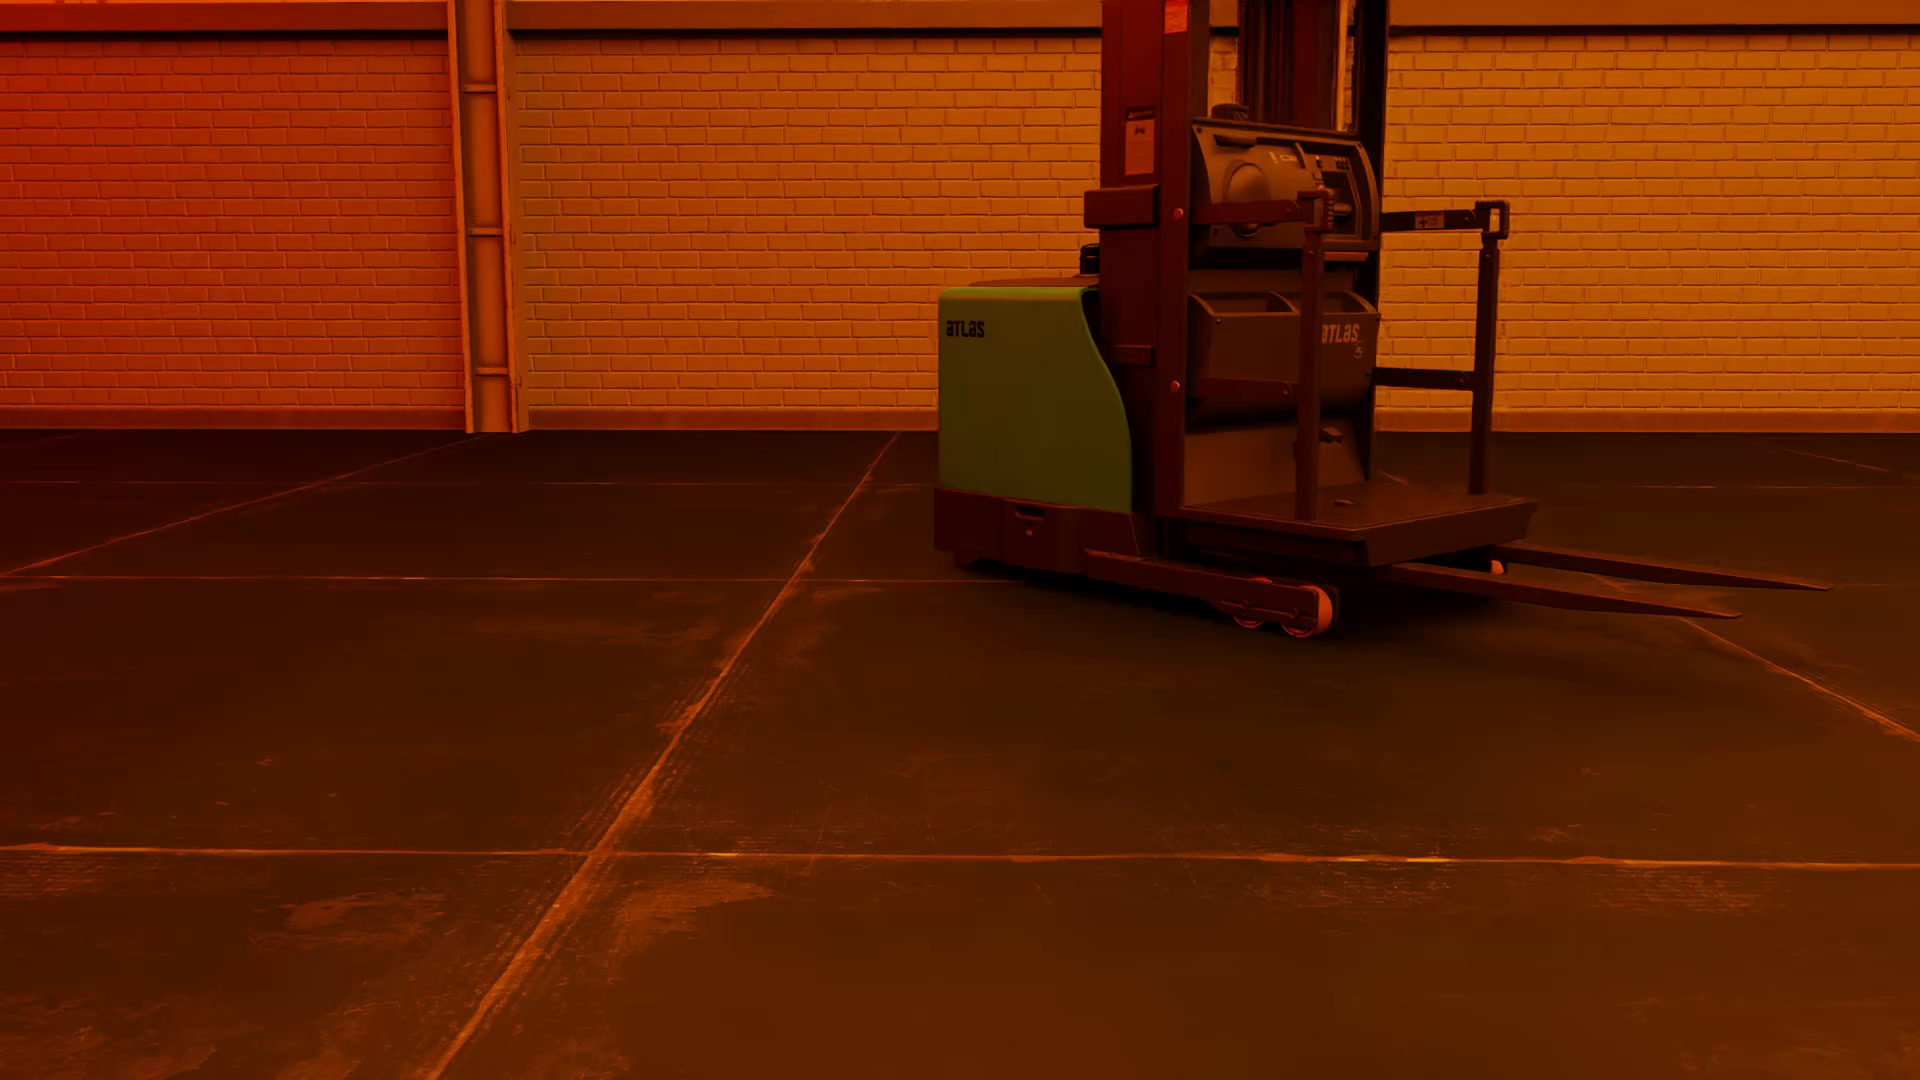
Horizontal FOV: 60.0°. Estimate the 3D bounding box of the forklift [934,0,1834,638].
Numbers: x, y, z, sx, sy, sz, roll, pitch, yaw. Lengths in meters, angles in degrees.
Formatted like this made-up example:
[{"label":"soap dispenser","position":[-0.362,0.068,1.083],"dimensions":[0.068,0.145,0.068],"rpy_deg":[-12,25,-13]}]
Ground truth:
[{"label":"forklift","position":[1.257,-1.232,5.485],"dimensions":[1.130,2.935,3.031],"rpy_deg":[-8,12,-41]}]
